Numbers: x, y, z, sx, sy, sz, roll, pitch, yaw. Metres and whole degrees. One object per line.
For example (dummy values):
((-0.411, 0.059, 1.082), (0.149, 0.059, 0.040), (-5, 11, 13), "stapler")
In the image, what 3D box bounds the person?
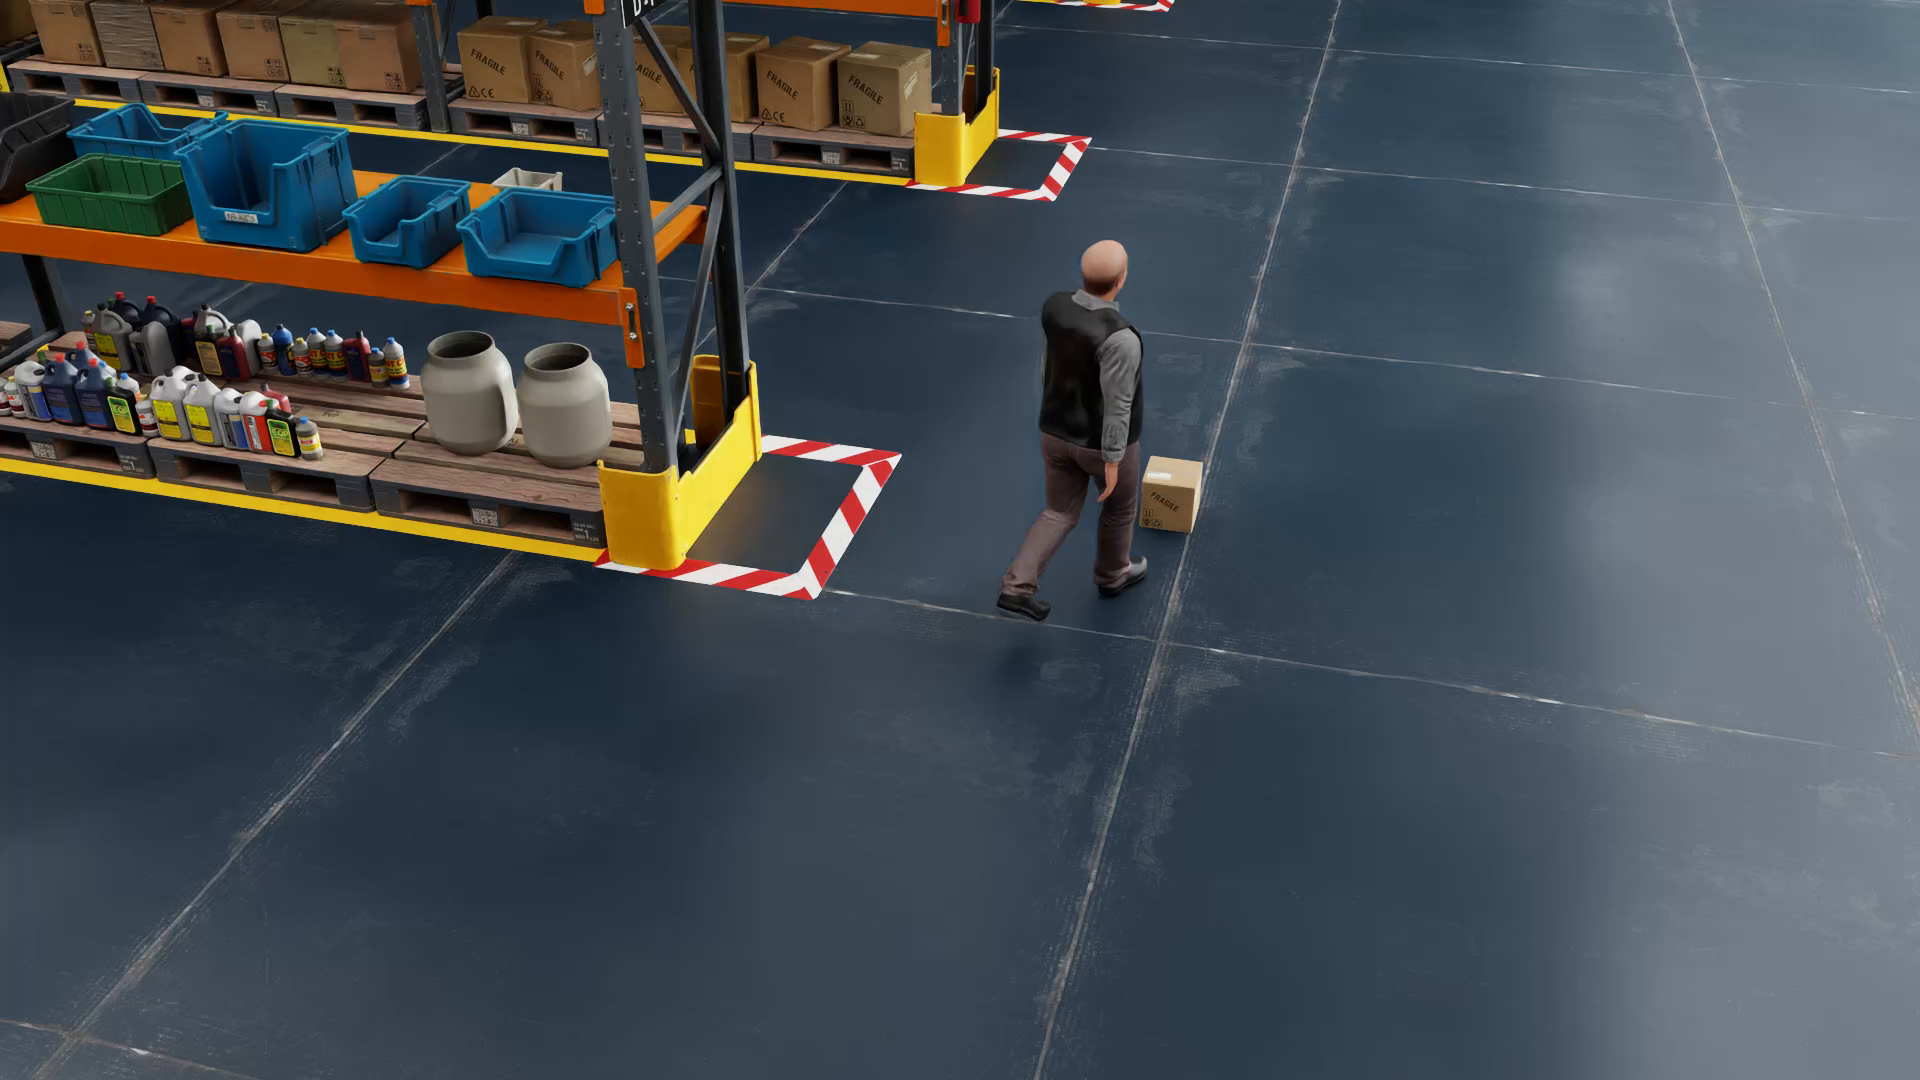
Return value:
((0.494, -0.424, 6.836), (0.554, 1.694, 0.891), (27, 41, 36), "person")
